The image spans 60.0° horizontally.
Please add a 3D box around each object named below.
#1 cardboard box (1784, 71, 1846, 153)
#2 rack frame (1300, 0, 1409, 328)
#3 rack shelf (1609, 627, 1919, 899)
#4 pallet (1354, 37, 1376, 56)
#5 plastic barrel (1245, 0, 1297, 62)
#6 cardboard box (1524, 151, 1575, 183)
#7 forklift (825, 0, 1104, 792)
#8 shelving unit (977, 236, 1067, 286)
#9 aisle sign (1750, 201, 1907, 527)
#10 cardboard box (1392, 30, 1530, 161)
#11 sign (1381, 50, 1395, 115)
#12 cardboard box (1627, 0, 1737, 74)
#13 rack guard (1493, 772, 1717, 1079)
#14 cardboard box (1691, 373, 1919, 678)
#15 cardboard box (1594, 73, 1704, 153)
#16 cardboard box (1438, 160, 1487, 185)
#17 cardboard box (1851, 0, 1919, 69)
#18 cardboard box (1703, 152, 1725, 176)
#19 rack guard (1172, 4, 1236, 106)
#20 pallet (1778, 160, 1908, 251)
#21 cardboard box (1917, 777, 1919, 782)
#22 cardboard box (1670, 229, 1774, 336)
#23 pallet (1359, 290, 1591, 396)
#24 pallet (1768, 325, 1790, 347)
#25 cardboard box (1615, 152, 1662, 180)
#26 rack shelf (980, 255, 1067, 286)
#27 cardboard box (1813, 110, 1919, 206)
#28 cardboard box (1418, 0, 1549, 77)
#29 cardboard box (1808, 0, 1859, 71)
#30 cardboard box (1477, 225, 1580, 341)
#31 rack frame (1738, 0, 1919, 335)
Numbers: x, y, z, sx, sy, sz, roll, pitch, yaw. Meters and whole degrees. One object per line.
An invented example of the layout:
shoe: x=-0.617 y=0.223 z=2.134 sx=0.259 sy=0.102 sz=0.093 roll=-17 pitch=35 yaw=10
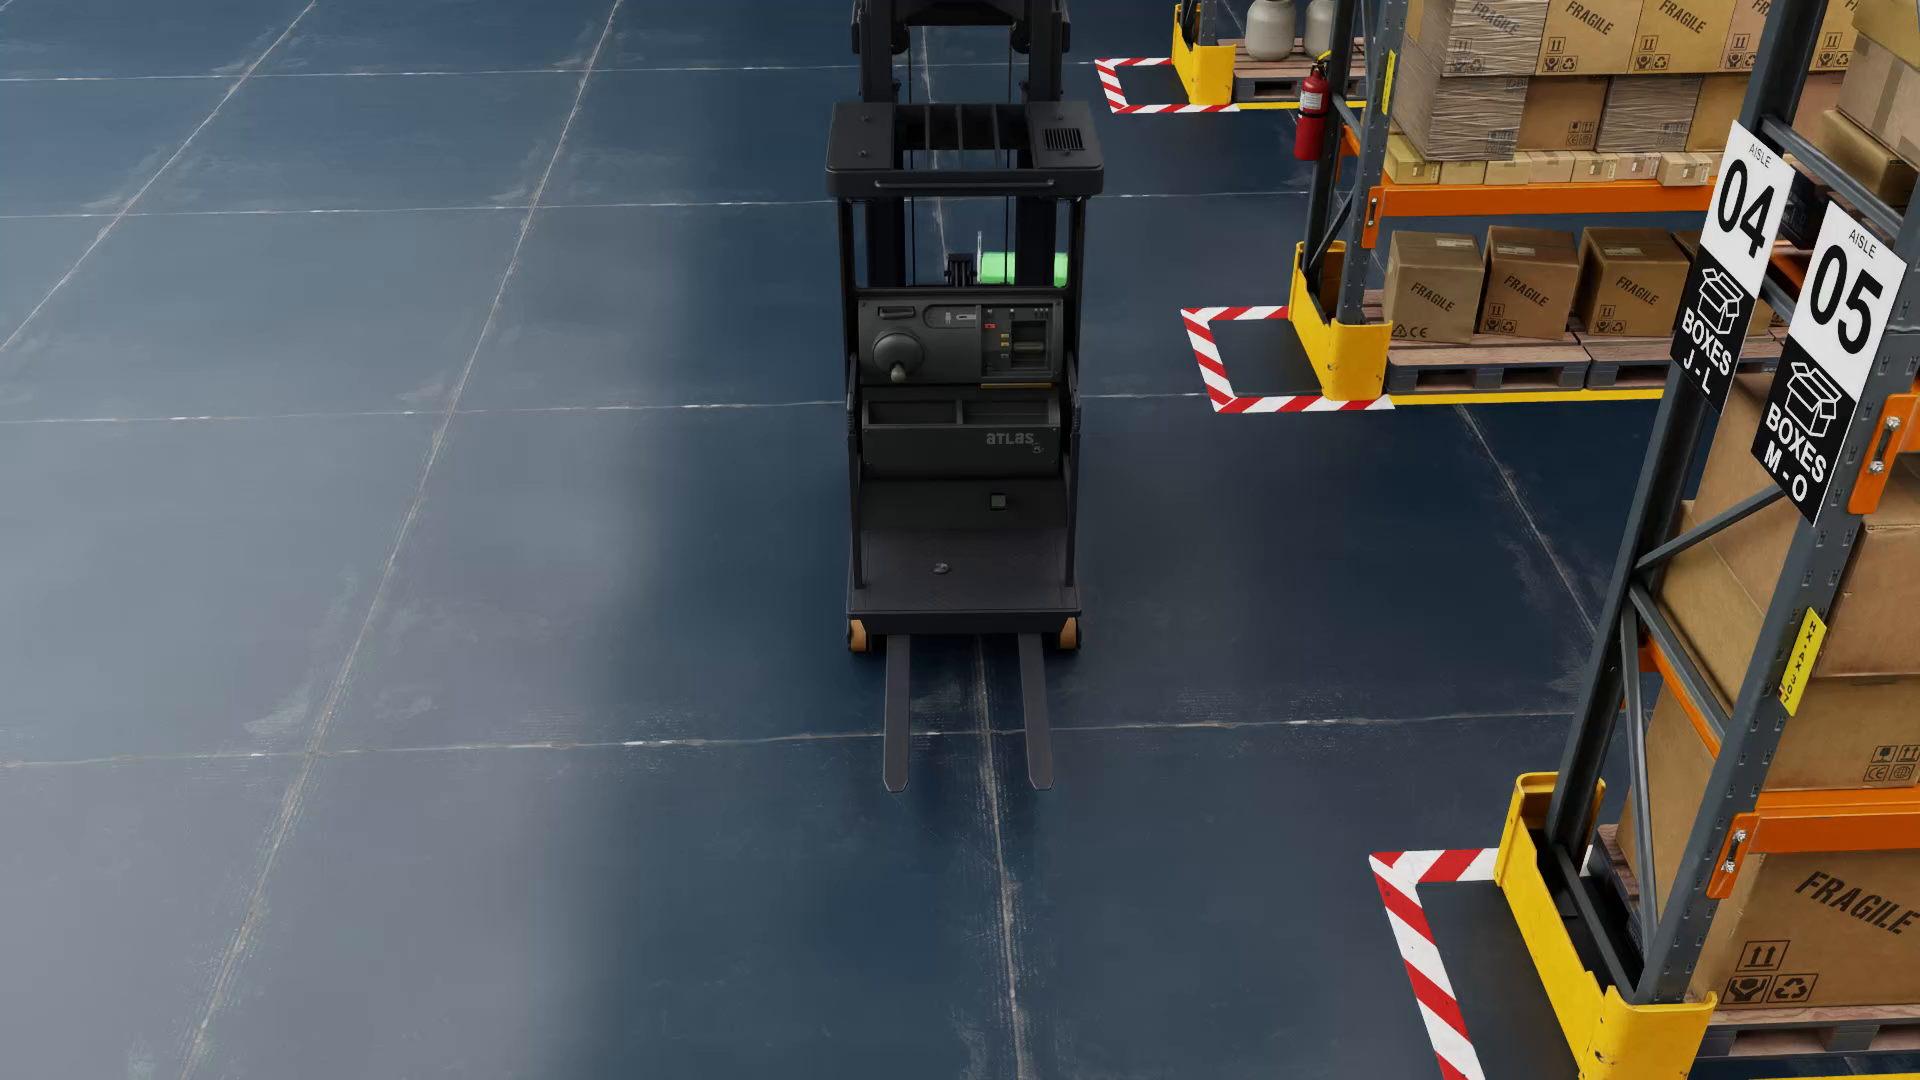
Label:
cardboard box: x=4.809 y=-2.628 z=9.562 sx=0.500 sy=0.500 sz=0.875 roll=-2 pitch=35 yaw=-2
rack frame: x=2.261 y=-2.398 z=9.579 sx=0.127 sy=3.000 sz=1.000 roll=-2 pitch=35 yaw=-2
rack shelf: x=4.393 y=0.666 z=5.783 sx=4.000 sy=0.370 sz=1.077 roll=-2 pitch=35 yaw=-2
pallet: x=4.128 y=-4.145 z=14.554 sx=1.213 sy=0.211 sz=1.003 roll=-2 pitch=35 yaw=-2
plastic barrel: x=2.681 y=-4.424 z=14.324 sx=0.421 sy=0.512 sz=0.421 roll=0 pitch=35 yaw=0
cardboard box: x=3.307 y=-2.179 z=9.484 sx=0.250 sy=0.149 sz=0.380 roll=-2 pitch=35 yaw=-2
forklift: x=0.011 y=-0.850 z=7.402 sx=1.130 sy=2.935 sz=3.031 roll=-1 pitch=35 yaw=-1
shelving unit: x=0.347 y=-1.082 z=9.260 sx=0.503 sy=1.200 sz=0.258 roll=1 pitch=35 yaw=1
aisle sign: x=2.339 y=-0.472 z=4.512 sx=0.004 sy=0.787 sz=0.394 roll=-2 pitch=35 yaw=-2
cardboard box: x=2.812 y=-2.560 z=9.464 sx=0.500 sy=0.500 sz=0.875 roll=-2 pitch=35 yaw=-2
sign: x=2.287 y=-2.445 z=8.887 sx=0.005 sy=0.325 sz=0.100 roll=-2 pitch=35 yaw=-2
cardboard box: x=3.823 y=-2.856 z=9.013 sx=0.500 sy=0.500 sz=0.500 roll=-2 pitch=35 yaw=-2
rack guard: x=2.371 y=1.453 z=6.211 sx=0.348 sy=0.500 sz=1.175 roll=-2 pitch=35 yaw=-2
cardboard box: x=2.768 y=-0.069 z=5.133 sx=0.550 sy=0.550 sz=0.875 roll=-2 pitch=35 yaw=-2
cardboard box: x=3.807 y=-2.631 z=9.566 sx=0.500 sy=0.500 sz=0.875 roll=-2 pitch=35 yaw=-2
cardboard box: x=2.808 y=-2.162 z=9.459 sx=0.250 sy=0.149 sz=0.380 roll=-2 pitch=35 yaw=-2
cardboard box: x=2.716 y=-1.449 z=4.636 sx=0.250 sy=0.149 sz=0.380 roll=-1 pitch=35 yaw=-2
cardboard box: x=4.304 y=-2.234 z=9.563 sx=0.250 sy=0.149 sz=0.380 roll=-2 pitch=35 yaw=-2
rack guard: x=2.101 y=-4.214 z=14.400 sx=0.348 sy=0.500 sz=1.175 roll=-2 pitch=35 yaw=-2
pallet: x=3.136 y=-0.798 z=4.710 sx=1.213 sy=0.211 sz=1.003 roll=-2 pitch=35 yaw=-2
cardboard box: x=3.312 y=0.300 z=5.549 sx=0.550 sy=0.550 sz=0.875 roll=-2 pitch=35 yaw=-2
cardboard box: x=4.667 y=-1.581 z=10.226 sx=0.500 sy=0.500 sz=0.500 roll=-4 pitch=35 yaw=-6
pallet: x=3.151 y=-1.255 z=10.378 sx=1.213 sy=0.211 sz=1.003 roll=-2 pitch=35 yaw=-2
pallet: x=5.588 y=-1.321 z=10.473 sx=1.213 sy=0.211 sz=1.003 roll=-2 pitch=35 yaw=-2
cardboard box: x=3.806 y=-2.204 z=9.520 sx=0.250 sy=0.149 sz=0.380 roll=-2 pitch=35 yaw=-2
rack shelf: x=0.347 y=-1.425 z=9.023 sx=0.480 sy=0.148 sz=0.258 roll=1 pitch=35 yaw=1
cardboard box: x=2.711 y=-1.121 z=4.862 sx=0.250 sy=0.149 sz=0.380 roll=-2 pitch=35 yaw=-2
cardboard box: x=2.824 y=-2.832 z=8.979 sx=0.500 sy=0.500 sz=0.500 roll=-2 pitch=35 yaw=-2
cardboard box: x=4.822 y=-2.884 z=9.054 sx=0.500 sy=0.500 sz=0.500 roll=-2 pitch=35 yaw=-2
cardboard box: x=3.481 y=-1.585 z=10.232 sx=0.500 sy=0.500 sz=0.500 roll=7 pitch=35 yaw=10
rack frame: x=2.395 y=-2.042 z=3.794 sx=0.127 sy=3.000 sz=1.000 roll=-2 pitch=35 yaw=-2
